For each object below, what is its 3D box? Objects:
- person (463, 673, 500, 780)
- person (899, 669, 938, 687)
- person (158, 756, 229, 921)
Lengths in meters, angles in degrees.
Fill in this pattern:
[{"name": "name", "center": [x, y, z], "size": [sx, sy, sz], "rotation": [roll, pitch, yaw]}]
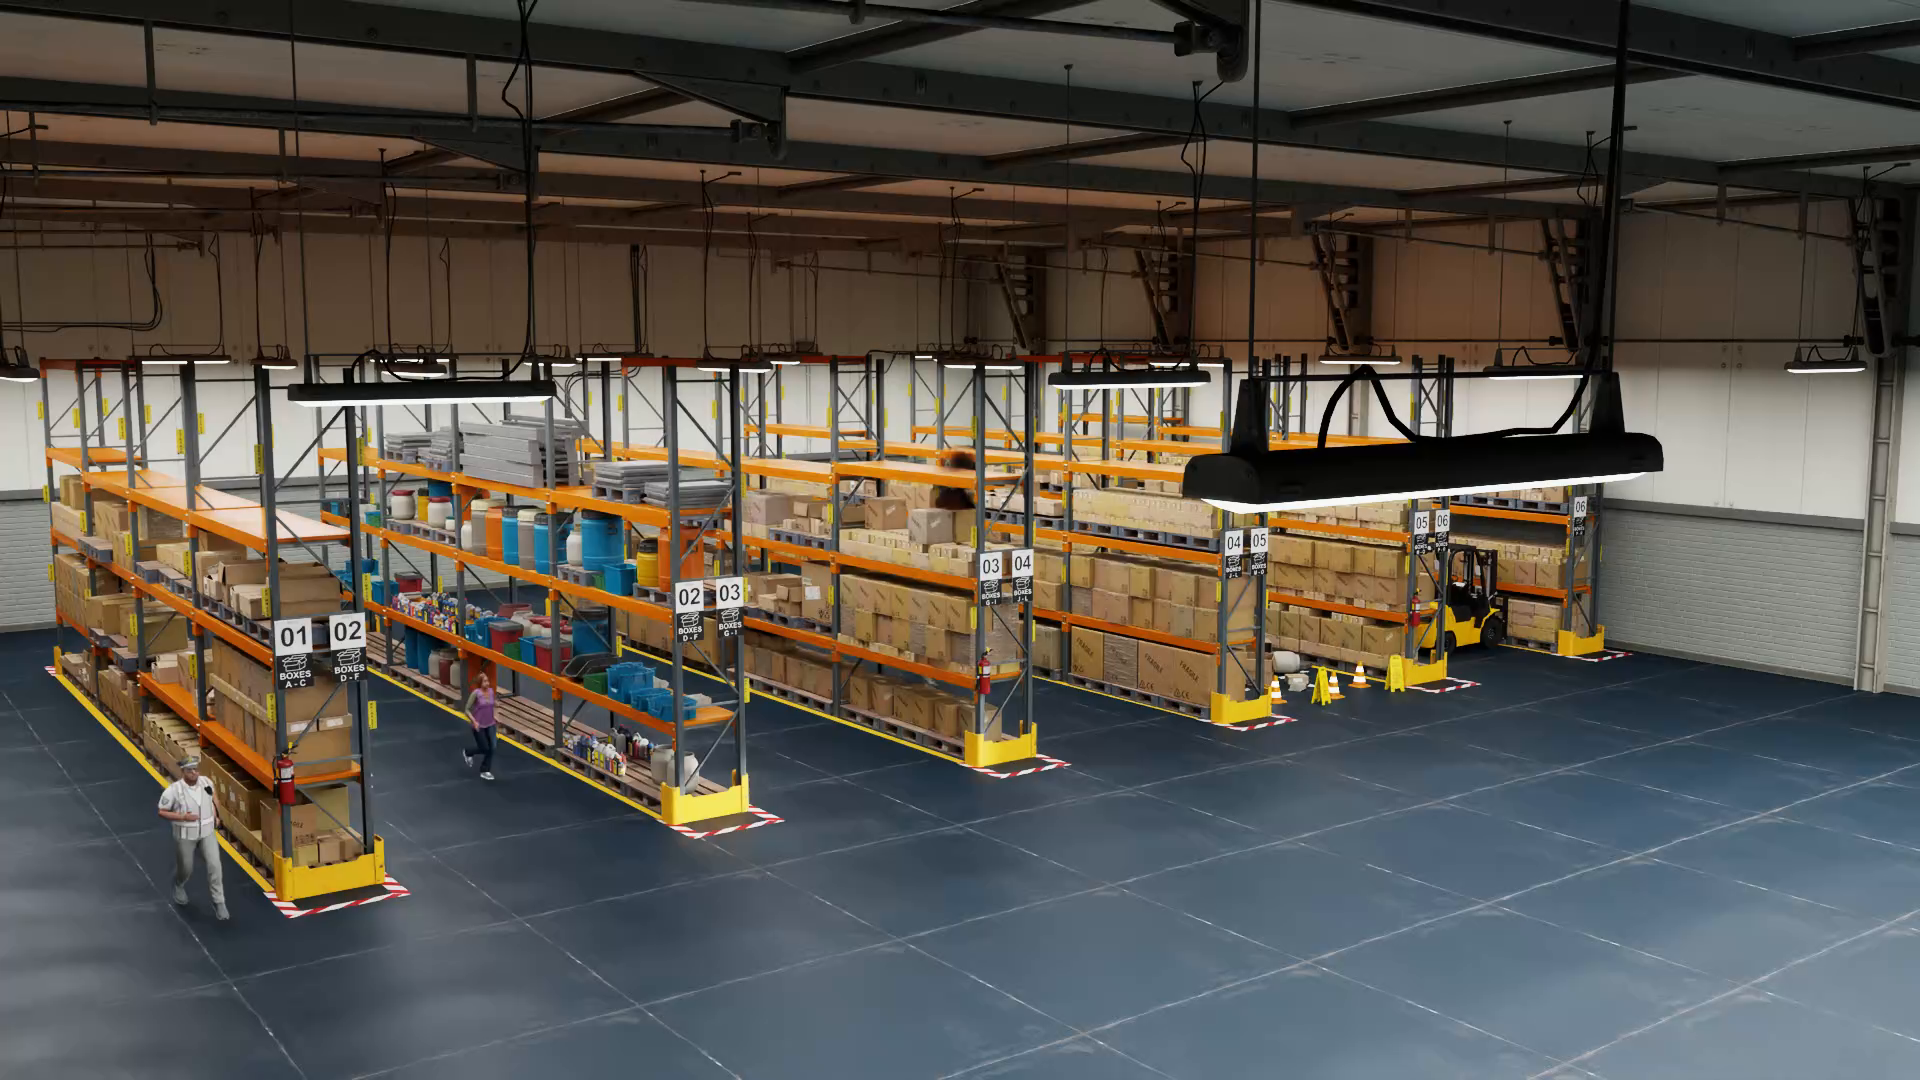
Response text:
[{"name": "person", "center": [-6.953, 2.682, 24.113], "size": [0.598, 1.554, 0.522], "rotation": [6, 9, 41]}, {"name": "person", "center": [-0.751, 1.831, 30.592], "size": [0.678, 1.685, 0.917], "rotation": [-7, 10, -44]}, {"name": "person", "center": [-8.480, 3.250, 18.365], "size": [0.690, 1.806, 0.979], "rotation": [-7, 9, -43]}]
